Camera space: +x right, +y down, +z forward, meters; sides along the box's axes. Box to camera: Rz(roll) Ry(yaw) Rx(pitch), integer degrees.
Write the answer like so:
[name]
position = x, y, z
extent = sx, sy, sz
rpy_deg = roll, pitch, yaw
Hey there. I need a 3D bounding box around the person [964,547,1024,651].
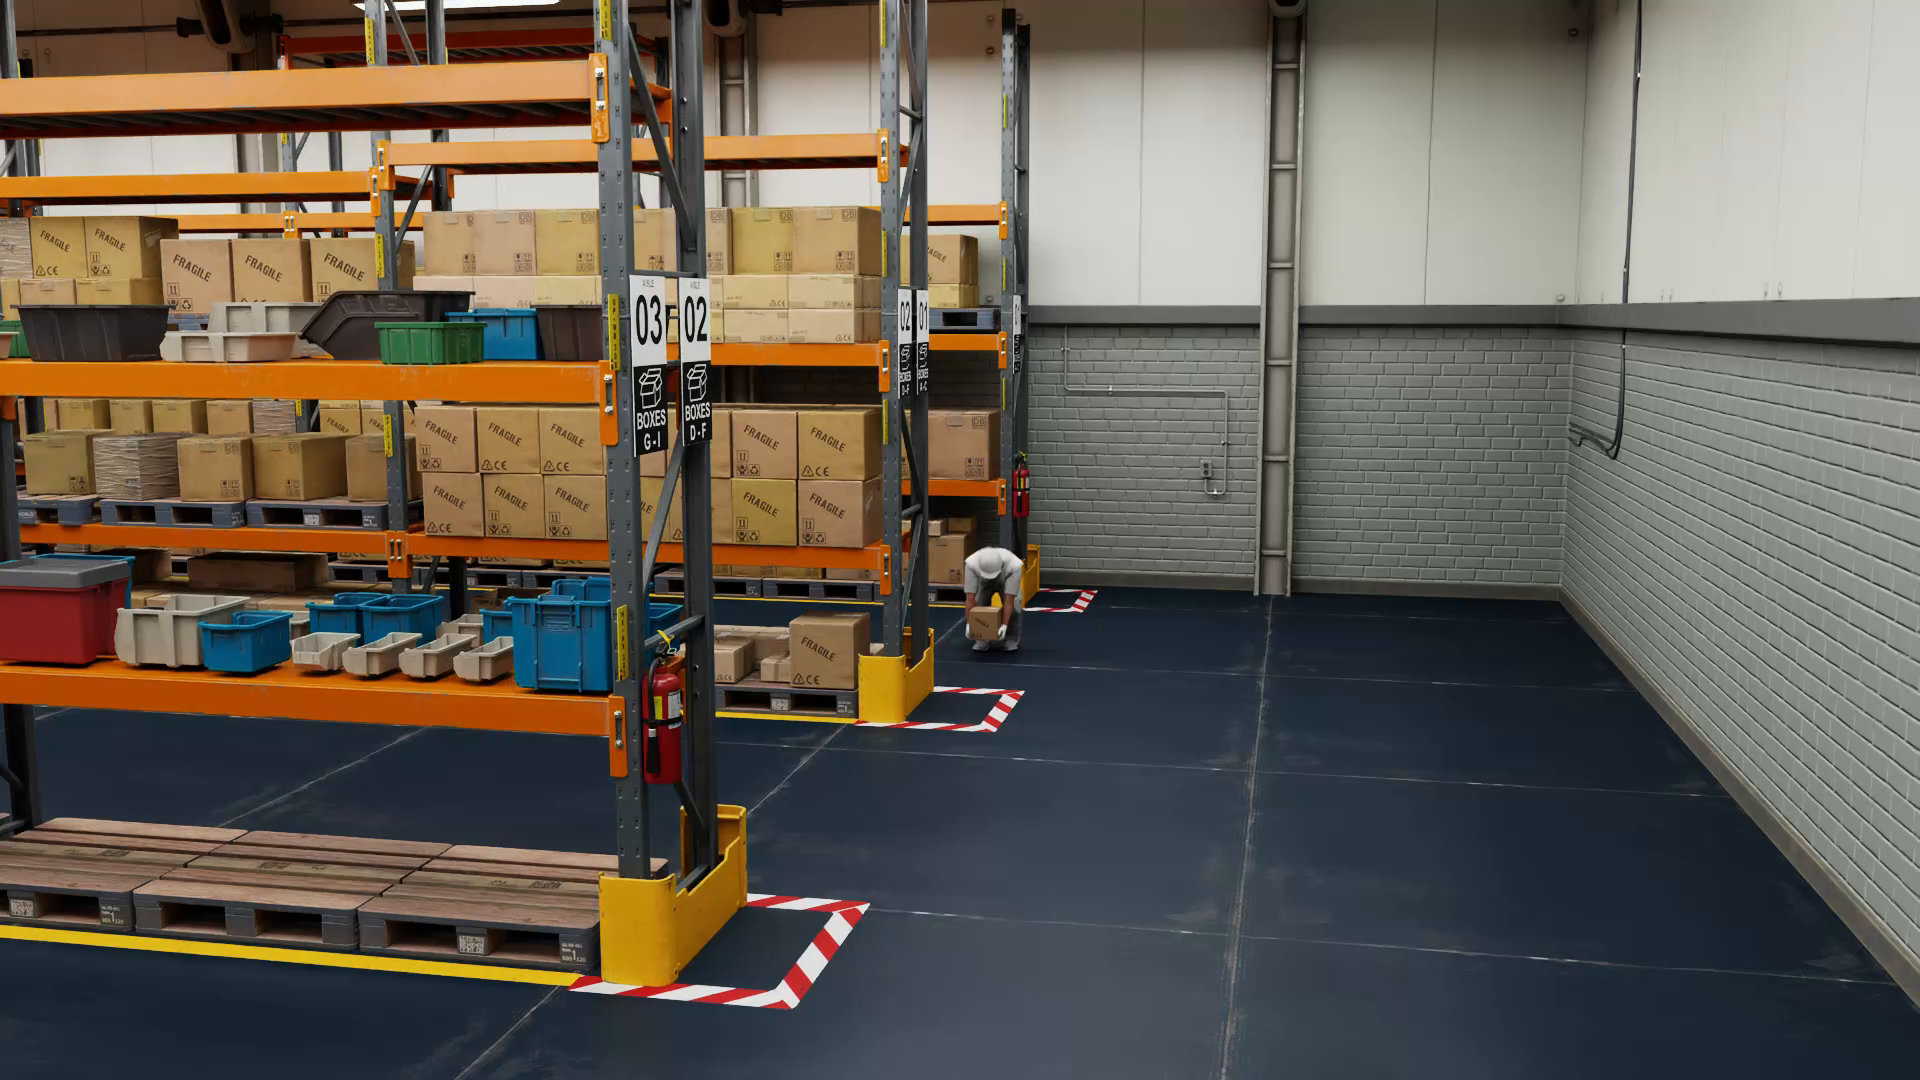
[person]
position = 0.318, 0.519, 14.878
extent = 0.542, 0.994, 0.954
rpy_deg = 1, 8, 9
